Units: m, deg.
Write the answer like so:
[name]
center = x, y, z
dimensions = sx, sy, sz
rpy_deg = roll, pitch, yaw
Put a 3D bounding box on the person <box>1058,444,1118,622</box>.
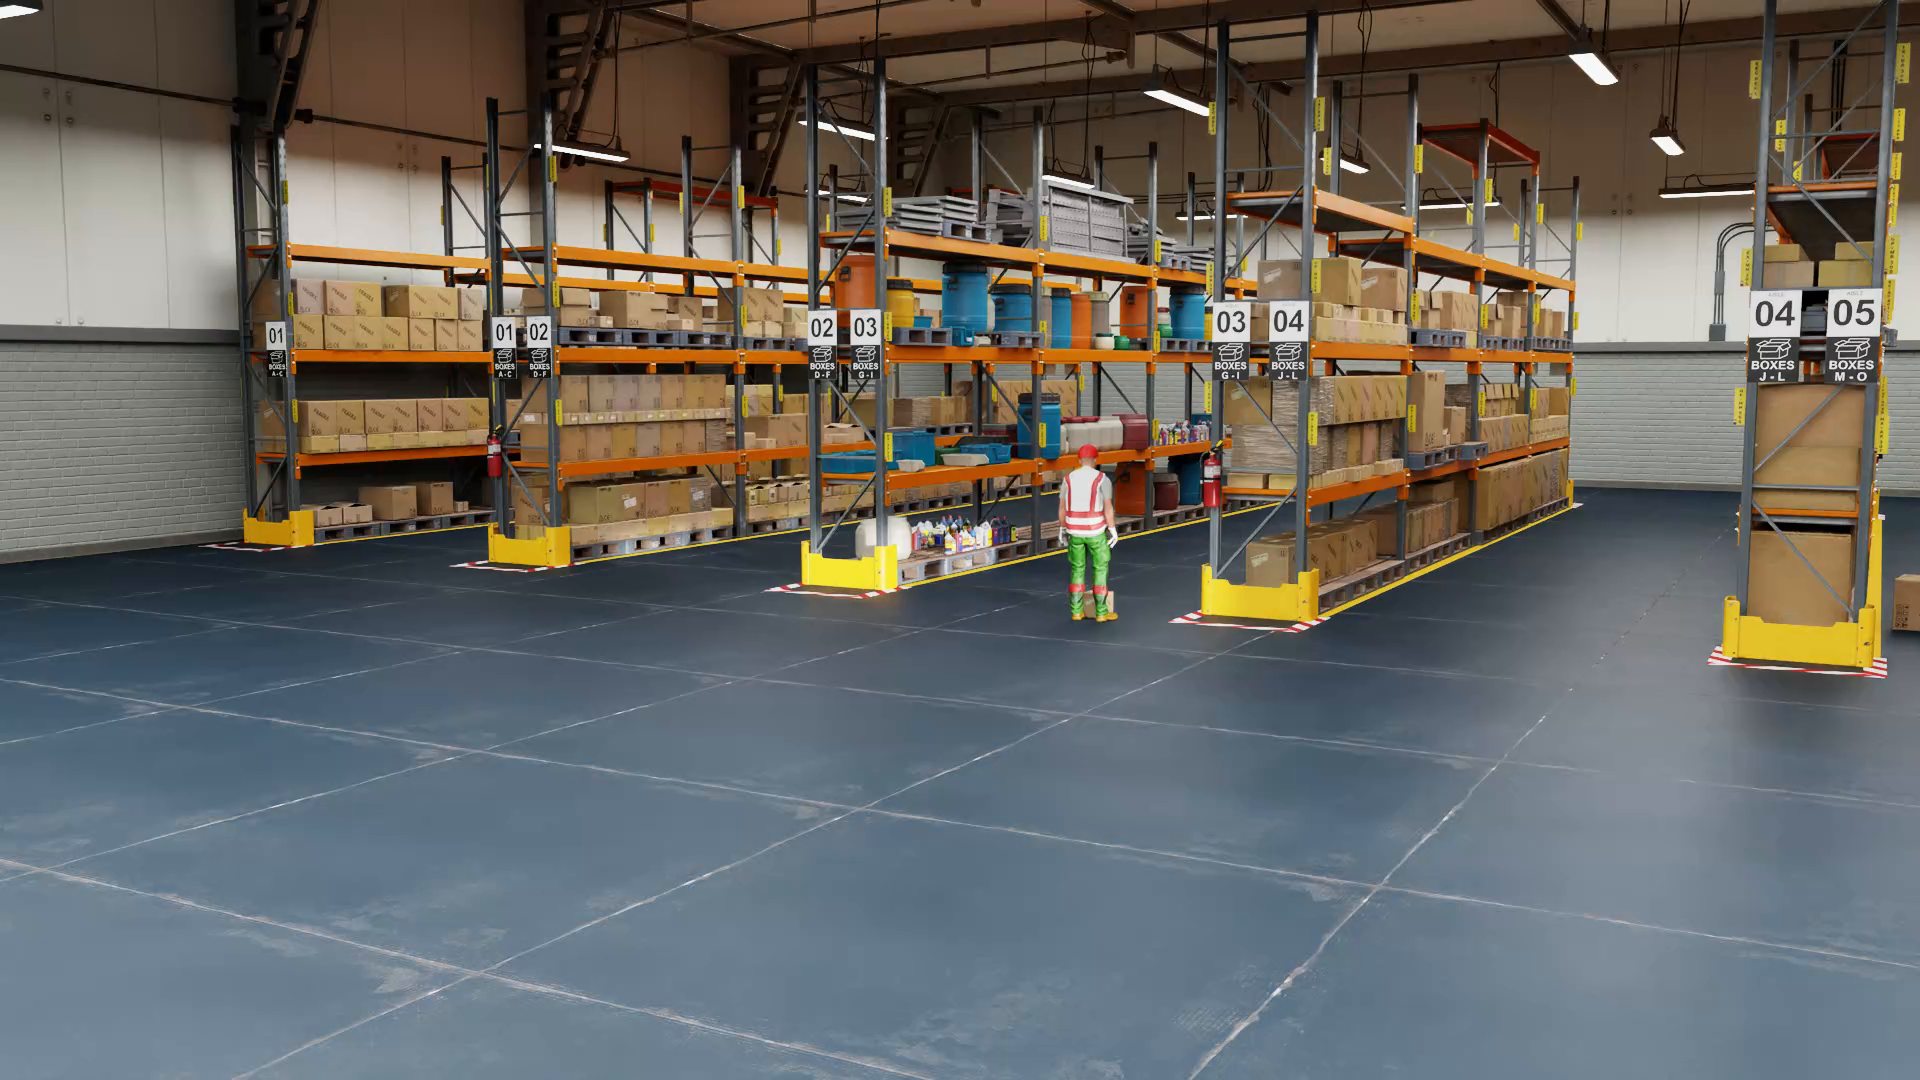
[person]
center = 1.289, -0.081, 16.792
dimensions = 0.618, 1.779, 0.451
rpy_deg = 3, 6, 25
